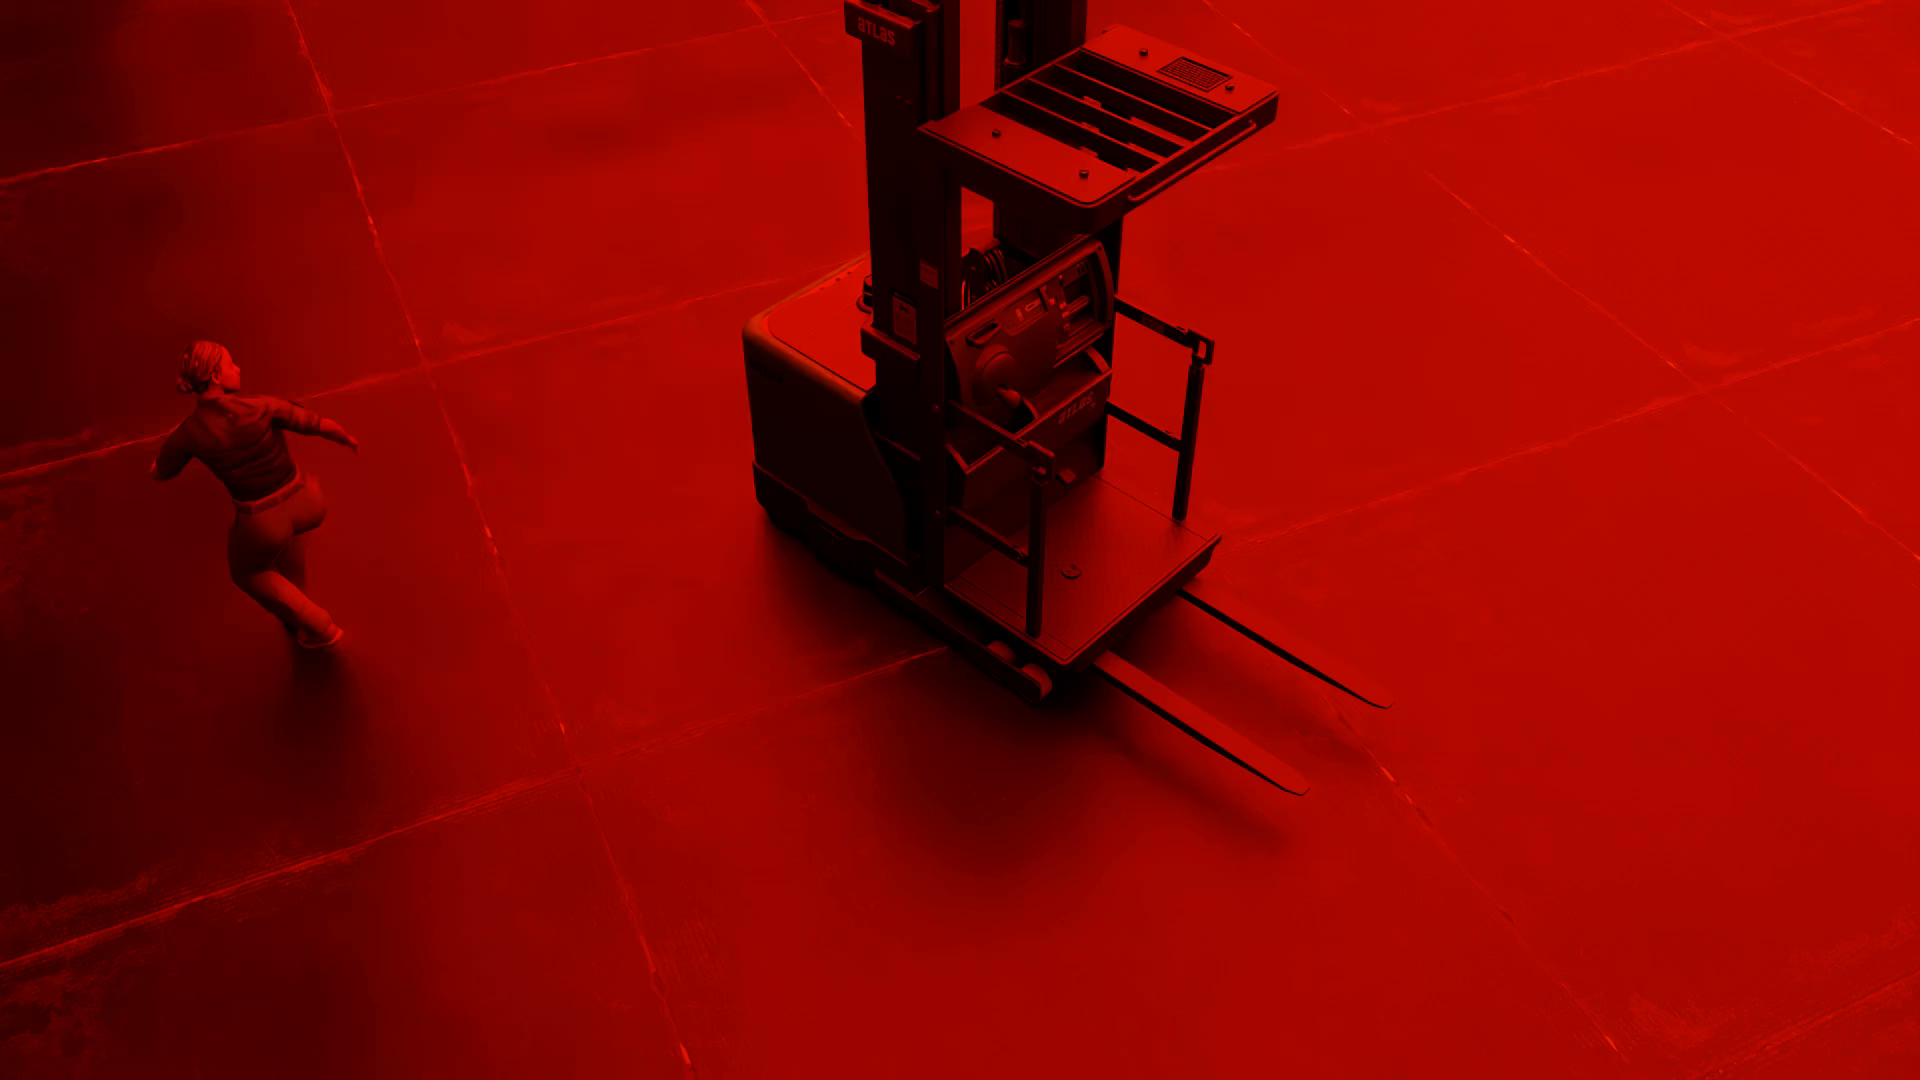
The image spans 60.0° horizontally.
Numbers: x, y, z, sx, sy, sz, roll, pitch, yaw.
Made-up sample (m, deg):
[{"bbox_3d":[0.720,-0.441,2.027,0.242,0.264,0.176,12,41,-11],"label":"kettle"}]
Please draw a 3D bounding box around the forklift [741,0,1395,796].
[{"bbox_3d":[0.445,-0.788,6.525,3.031,2.935,1.130,32,52,30],"label":"forklift"}]

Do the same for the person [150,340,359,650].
[{"bbox_3d":[-2.895,-0.236,6.964,0.792,1.534,0.803,-31,51,-29],"label":"person"}]
